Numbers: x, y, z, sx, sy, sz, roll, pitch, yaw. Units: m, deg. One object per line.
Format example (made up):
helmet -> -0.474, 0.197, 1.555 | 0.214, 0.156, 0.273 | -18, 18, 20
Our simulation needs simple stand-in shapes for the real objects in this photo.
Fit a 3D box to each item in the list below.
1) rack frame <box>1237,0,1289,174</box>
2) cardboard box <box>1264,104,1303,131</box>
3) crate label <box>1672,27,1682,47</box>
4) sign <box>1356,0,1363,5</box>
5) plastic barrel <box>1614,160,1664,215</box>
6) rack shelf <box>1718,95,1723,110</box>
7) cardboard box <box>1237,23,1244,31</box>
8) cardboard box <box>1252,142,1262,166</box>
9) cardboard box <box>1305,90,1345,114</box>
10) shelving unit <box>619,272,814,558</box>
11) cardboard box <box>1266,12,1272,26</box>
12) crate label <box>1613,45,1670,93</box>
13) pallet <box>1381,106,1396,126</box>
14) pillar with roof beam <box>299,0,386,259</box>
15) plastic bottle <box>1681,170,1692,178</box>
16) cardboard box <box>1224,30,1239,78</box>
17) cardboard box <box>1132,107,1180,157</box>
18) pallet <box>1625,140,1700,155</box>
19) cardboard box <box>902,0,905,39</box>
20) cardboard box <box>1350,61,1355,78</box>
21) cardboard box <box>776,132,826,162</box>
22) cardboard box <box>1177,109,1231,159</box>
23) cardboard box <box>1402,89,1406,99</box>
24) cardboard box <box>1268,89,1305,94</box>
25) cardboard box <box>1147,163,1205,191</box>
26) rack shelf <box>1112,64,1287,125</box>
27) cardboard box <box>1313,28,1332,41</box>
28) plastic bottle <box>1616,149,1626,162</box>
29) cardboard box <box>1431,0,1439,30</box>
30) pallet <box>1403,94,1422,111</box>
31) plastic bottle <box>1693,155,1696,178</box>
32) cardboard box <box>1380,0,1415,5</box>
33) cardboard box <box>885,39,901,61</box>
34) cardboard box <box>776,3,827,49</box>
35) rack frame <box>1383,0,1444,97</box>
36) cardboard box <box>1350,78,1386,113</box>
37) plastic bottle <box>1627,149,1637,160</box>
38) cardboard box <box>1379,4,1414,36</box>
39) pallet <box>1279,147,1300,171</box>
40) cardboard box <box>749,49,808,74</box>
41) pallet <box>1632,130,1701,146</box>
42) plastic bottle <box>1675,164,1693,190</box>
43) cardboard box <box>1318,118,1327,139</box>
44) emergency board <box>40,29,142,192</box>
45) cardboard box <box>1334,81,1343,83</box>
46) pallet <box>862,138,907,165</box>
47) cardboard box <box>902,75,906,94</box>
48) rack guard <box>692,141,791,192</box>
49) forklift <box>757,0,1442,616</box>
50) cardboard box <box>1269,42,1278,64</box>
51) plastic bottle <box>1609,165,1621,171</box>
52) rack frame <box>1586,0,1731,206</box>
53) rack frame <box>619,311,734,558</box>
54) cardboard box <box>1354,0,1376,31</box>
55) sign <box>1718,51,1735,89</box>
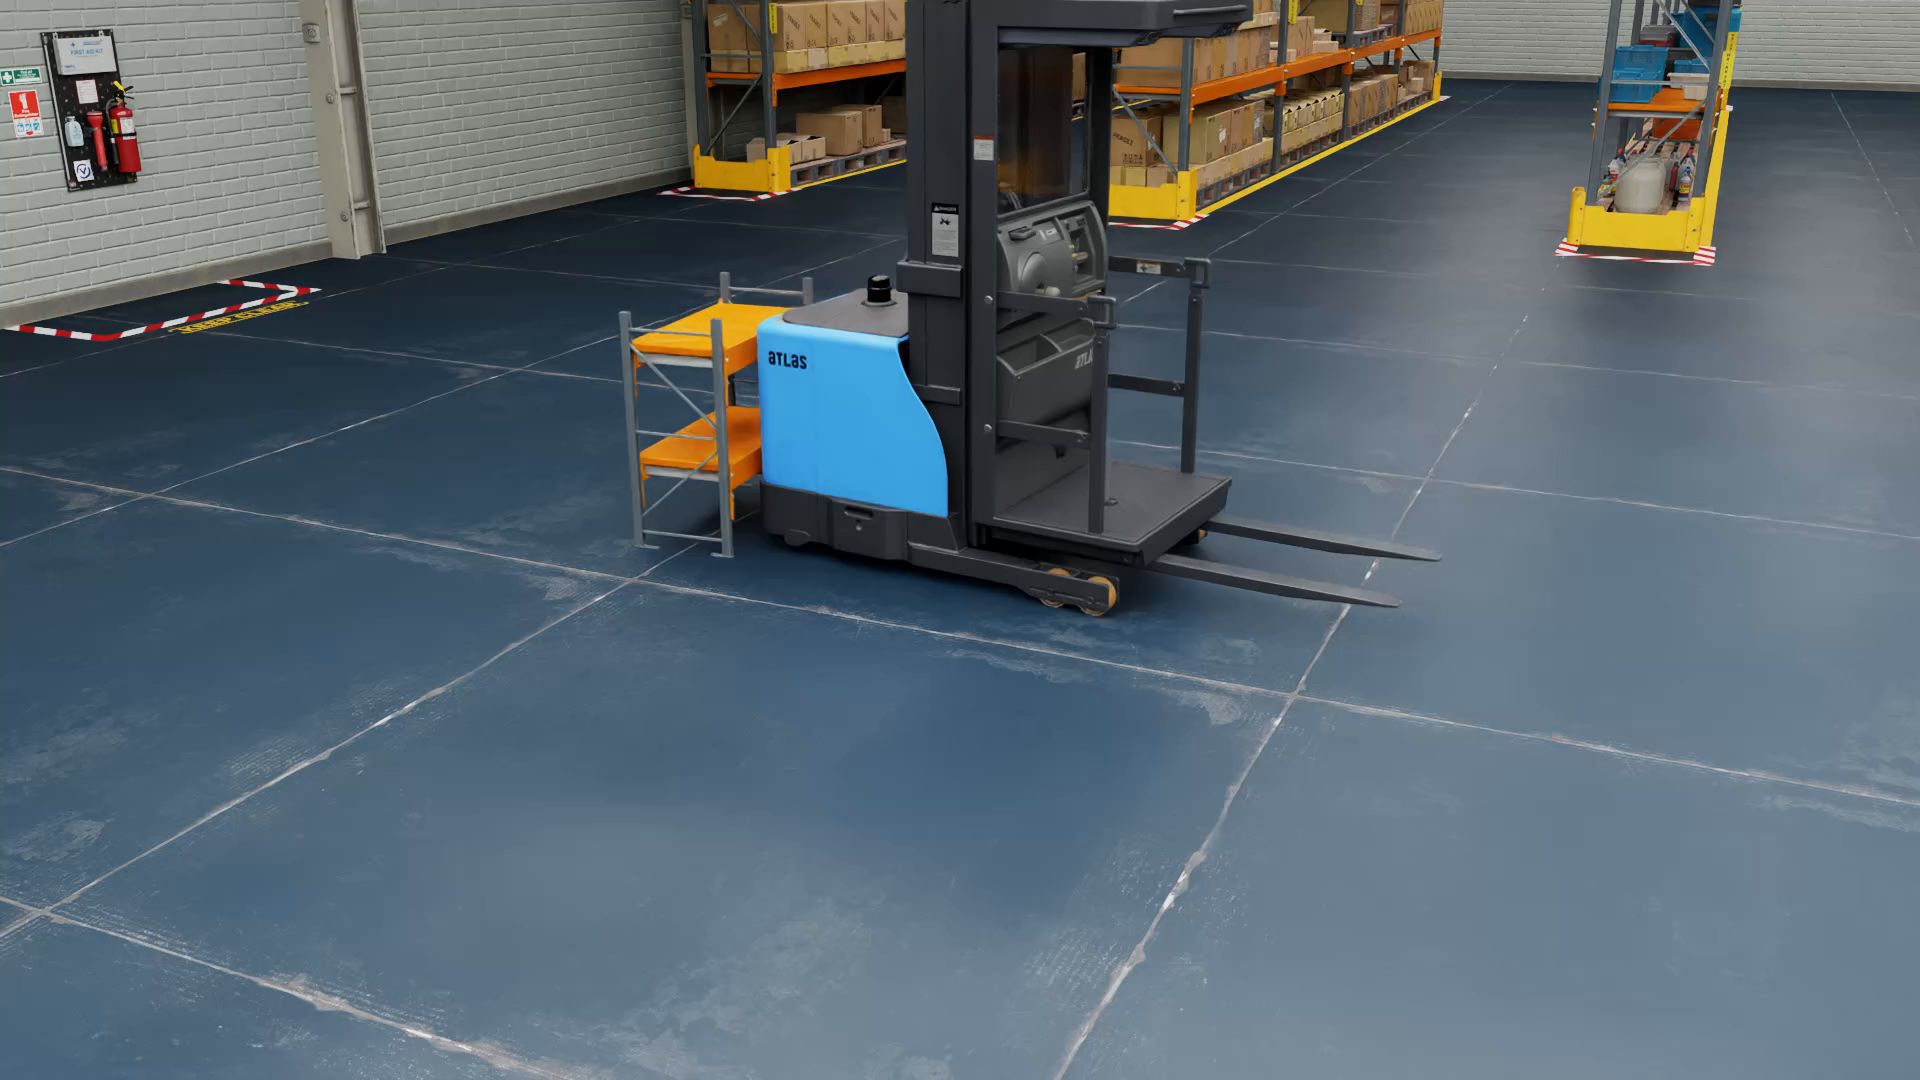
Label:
rack frame -> 3.552, -6.102, 20.649 | 1.000, 3.000, 0.127 | 9, 21, 23
cardboard box -> 4.158, -5.513, 21.633 | 0.500, 0.311, 0.500 | 8, 21, 22
crate label -> 9.054, -6.394, 21.417 | 0.502, 0.435, 0.616 | 9, 21, 23
sign -> 5.698, -7.795, 23.682 | 0.100, 0.325, 0.005 | 9, 21, 23
plastic barrel -> 6.631, -3.435, 16.238 | 0.421, 0.512, 0.421 | 0, 20, 0
rack shelf -> 8.888, -5.693, 20.574 | 1.077, 0.370, 4.000 | 9, 21, 23
cardboard box -> 3.009, -5.872, 18.887 | 0.380, 0.149, 0.250 | 9, 22, 24
cardboard box -> 3.348, -4.681, 20.131 | 0.500, 0.250, 0.500 | 9, 21, 23
cardboard box -> 5.200, -6.297, 23.839 | 0.500, 0.311, 0.500 | 9, 22, 24
shelving unit -> -1.136, -0.637, 8.081 | 0.538, 1.125, 1.048 | 6, 21, 17
cardboard box -> 3.533, -6.267, 19.996 | 0.380, 0.149, 0.250 | 8, 21, 22
crate label -> 6.938, -4.814, 16.977 | 0.502, 0.435, 0.616 | 9, 21, 23
pallet -> 6.529, -6.979, 27.279 | 1.003, 0.211, 1.213 | 9, 21, 23
pillar with roof beam -> -1.639, -6.292, 12.231 | 9.100, 9.000, 0.400 | 9, 21, 23
plastic bottle -> 7.598, -3.736, 17.413 | 0.097, 0.271, 0.097 | 0, 20, 0
cardboard box -> 2.748, -5.541, 18.922 | 0.700, 0.500, 0.500 | 9, 22, 24
cardboard box -> 2.258, -4.647, 18.917 | 0.500, 0.500, 0.500 | 9, 21, 23
pallet -> 9.355, -5.098, 21.989 | 1.003, 0.211, 1.213 | 9, 21, 23
cardboard box -> -0.880, -6.885, 21.928 | 0.500, 0.500, 0.500 | 8, 21, 23
cardboard box -> 5.998, -7.510, 26.564 | 0.500, 0.250, 0.500 | 9, 21, 23
cardboard box -> -2.008, -4.871, 20.546 | 0.500, 0.311, 0.500 | 11, 22, 27
cardboard box -> 2.732, -4.576, 18.716 | 0.500, 0.500, 0.500 | 9, 21, 23
cardboard box -> 7.542, -7.784, 28.951 | 0.380, 0.166, 0.250 | 9, 21, 23
cardboard box -> 4.707, -6.371, 24.047 | 0.500, 0.311, 0.500 | 9, 22, 25
cardboard box -> 2.336, -3.915, 17.976 | 0.500, 0.250, 0.500 | 9, 21, 23
rack shelf -> 2.733, -5.151, 19.050 | 1.077, 0.370, 4.000 | 9, 21, 23
cardboard box -> 5.001, -7.177, 23.807 | 0.500, 0.311, 0.500 | 10, 22, 26
plastic bottle -> 7.360, -4.190, 18.571 | 0.144, 0.351, 0.185 | 9, 22, 24
cardboard box -> 8.321, -9.484, 30.010 | 0.500, 0.500, 0.500 | 9, 21, 23
pallet -> 7.608, -7.817, 29.635 | 1.003, 0.211, 1.213 | 9, 21, 23
plastic bottle -> 8.173, -4.156, 18.575 | 0.061, 0.283, 0.133 | 10, 22, 25
cardboard box -> 7.277, -9.171, 27.638 | 0.500, 0.500, 0.500 | 9, 22, 24
cardboard box -> -1.098, -6.381, 21.630 | 0.500, 0.250, 0.500 | 9, 21, 23
cardboard box -> -1.926, -6.104, 19.730 | 0.500, 0.500, 0.500 | 9, 21, 23
rack frame -> 8.466, -9.770, 30.964 | 1.000, 3.000, 0.127 | 9, 21, 23
cardboard box -> 6.471, -7.083, 26.484 | 0.500, 0.500, 0.500 | 9, 21, 23
plastic bottle -> 7.492, -4.170, 18.516 | 0.144, 0.351, 0.185 | 9, 21, 23
cardboard box -> 7.285, -8.713, 27.842 | 0.500, 0.500, 0.500 | 9, 22, 24
pallet -> 3.818, -5.018, 21.765 | 1.003, 0.211, 1.213 | 9, 21, 23
cardboard box -> -2.117, -5.602, 19.438 | 0.500, 0.250, 0.500 | 8, 21, 21
pallet -> 9.992, -5.576, 23.334 | 1.003, 0.211, 1.213 | 9, 21, 23
plastic bottle -> 7.788, -3.902, 17.872 | 0.152, 0.276, 0.135 | 9, 21, 24
cardboard box -> 4.780, -5.721, 23.056 | 0.500, 0.250, 0.500 | 9, 22, 24
emergency board -> -6.613, -3.306, 12.787 | 0.194, 1.169, 0.643 | 9, 21, 23
cardboard box -> 5.780, -6.991, 26.225 | 0.500, 0.500, 0.500 | 8, 21, 21
pallet -> -1.212, -5.256, 22.433 | 1.003, 0.211, 1.213 | 9, 21, 23
cardboard box -> -0.506, -6.525, 23.796 | 0.500, 0.250, 0.500 | 8, 21, 22
rack guard -> -2.576, -4.403, 19.603 | 1.175, 0.500, 0.348 | 9, 21, 23
forklift -> 0.588, -1.260, 7.138 | 3.031, 2.935, 1.130 | 11, 22, 28
cardboard box -> 3.714, -6.187, 21.114 | 0.500, 0.250, 0.500 | 10, 22, 26
plastic bottle -> 6.968, -3.859, 17.752 | 0.152, 0.276, 0.135 | 8, 21, 21
rack frame -> 6.431, -4.198, 15.296 | 1.000, 3.000, 0.127 | 9, 21, 23
rack frame -> -1.297, -0.476, 7.627 | 0.500, 1.125, 0.032 | 6, 21, 17
cardboard box -> 5.894, -8.031, 25.298 | 0.700, 0.500, 0.500 | 13, 23, 33
sign -> 6.931, -4.252, 15.034 | 0.100, 0.325, 0.005 | 9, 21, 23
